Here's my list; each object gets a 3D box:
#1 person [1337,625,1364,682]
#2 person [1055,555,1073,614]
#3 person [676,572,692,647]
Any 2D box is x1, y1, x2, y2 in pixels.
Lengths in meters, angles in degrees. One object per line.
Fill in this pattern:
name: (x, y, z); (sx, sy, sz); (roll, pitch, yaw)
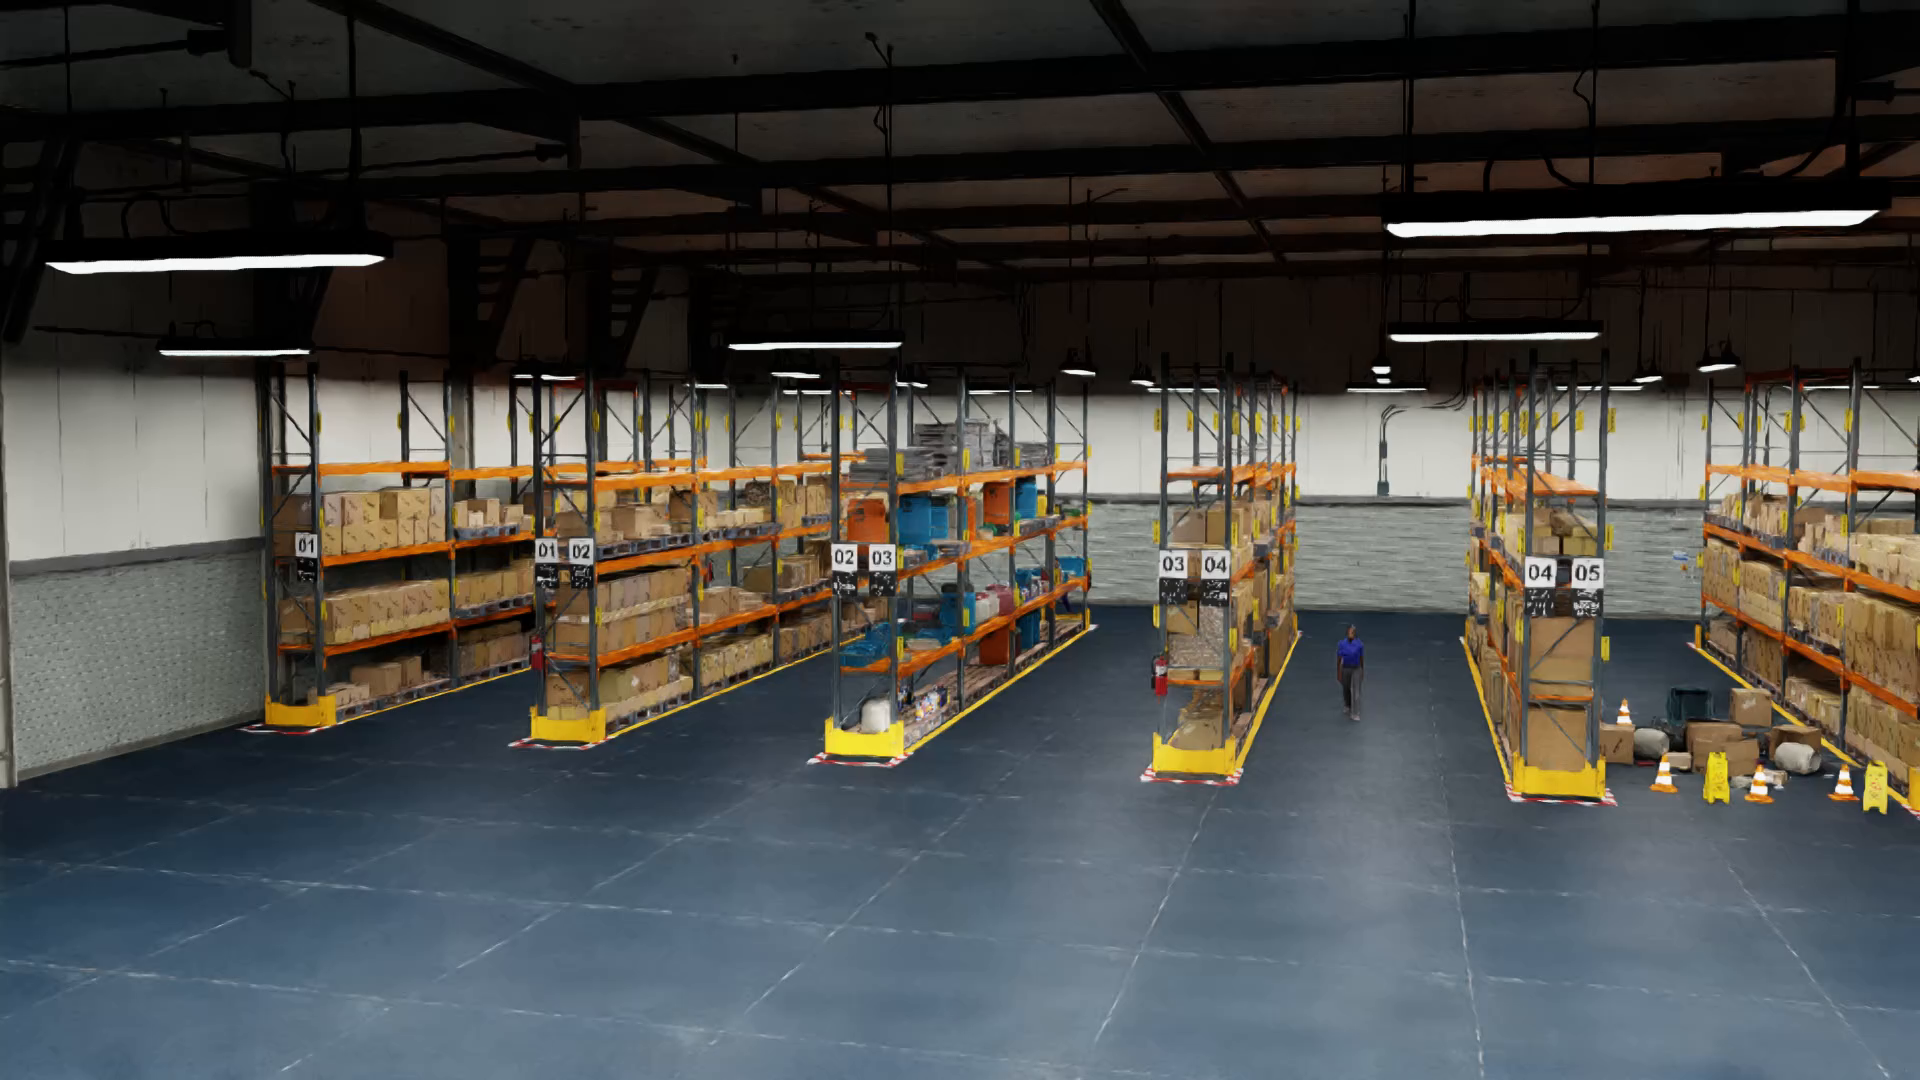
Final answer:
person: (6.616, 1.926, 28.192); (0.447, 0.996, 0.373); (1, 4, 17)
person: (2.549, 1.195, 43.058); (0.528, 1.556, 0.945); (3, 5, 36)
person: (-6.001, 1.545, 36.812); (0.729, 1.717, 0.524); (1, 4, 13)
